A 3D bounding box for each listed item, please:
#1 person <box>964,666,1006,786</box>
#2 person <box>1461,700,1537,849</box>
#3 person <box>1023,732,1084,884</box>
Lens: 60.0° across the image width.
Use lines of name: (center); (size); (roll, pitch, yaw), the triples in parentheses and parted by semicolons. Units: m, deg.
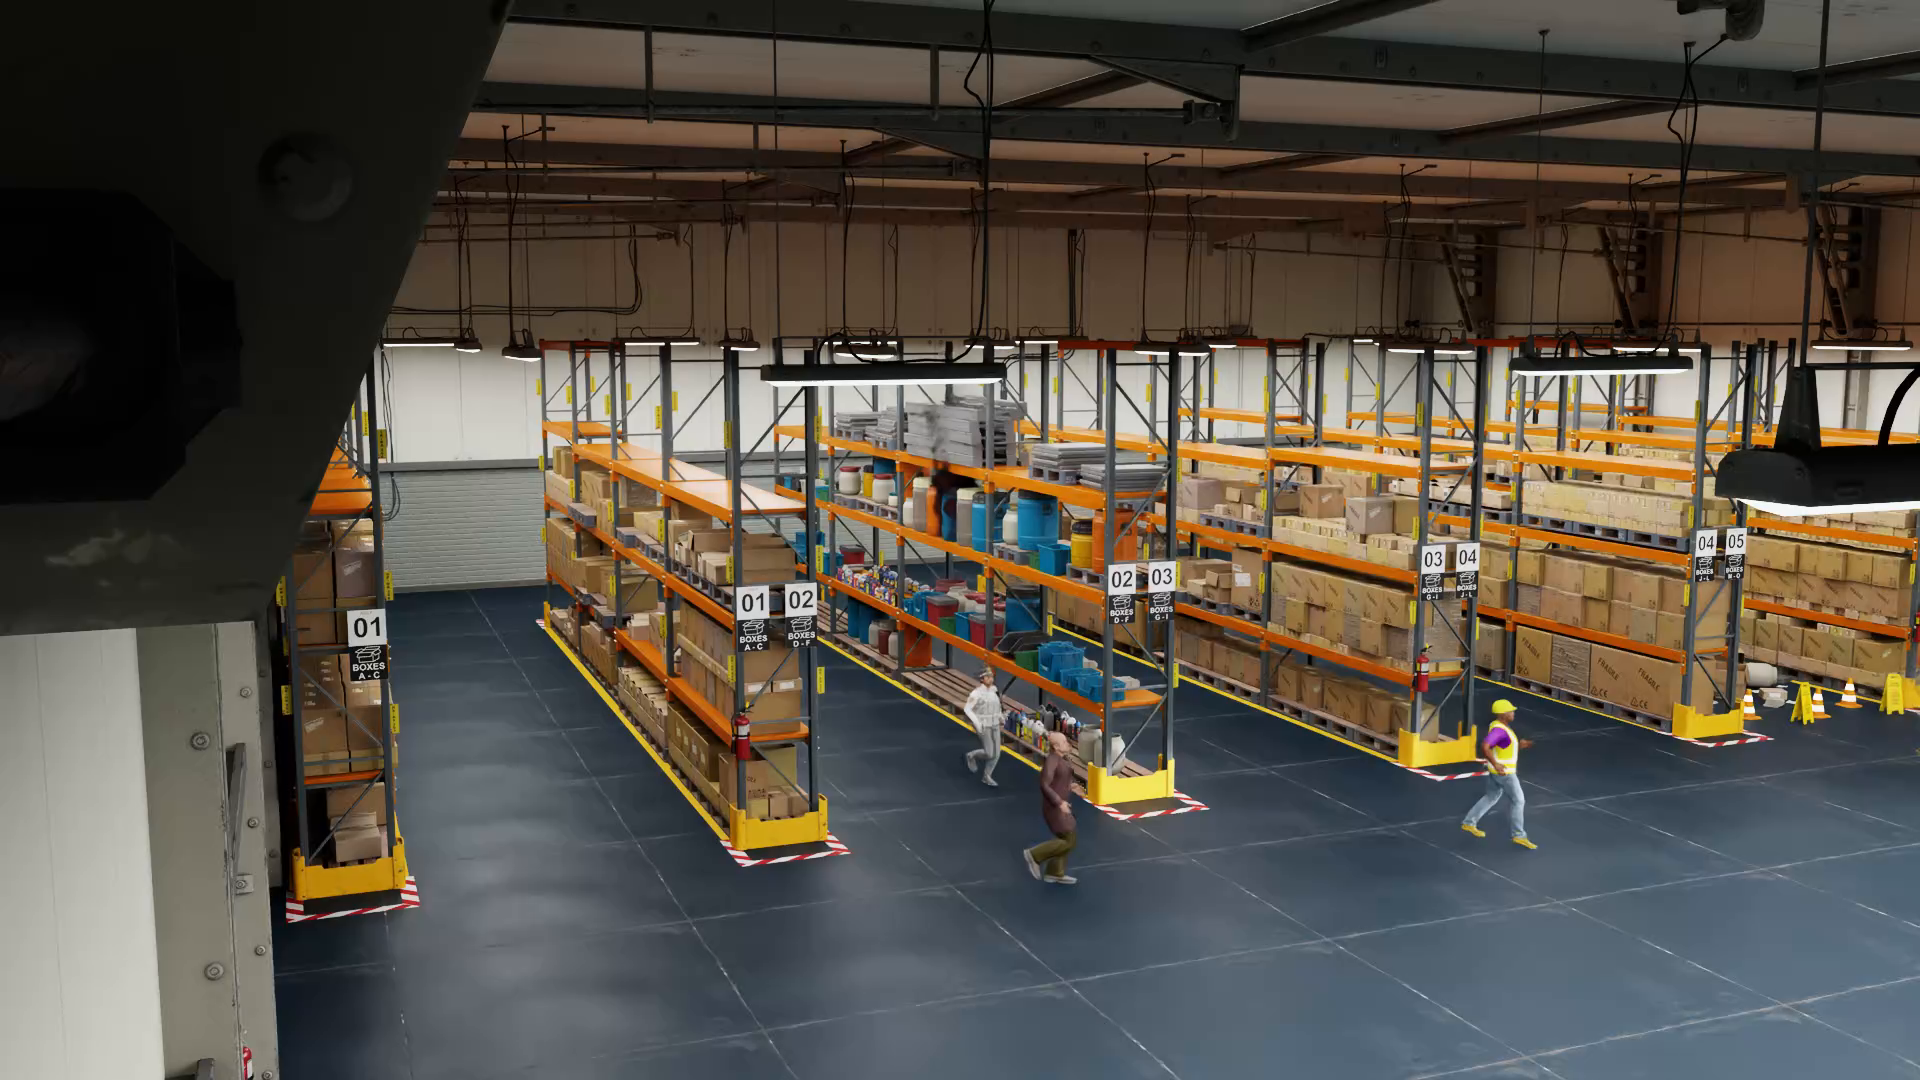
person: (0.356, 2.548, 22.921); (0.615, 1.657, 0.555); (-6, 10, -39)
person: (6.565, 2.824, 20.166); (0.879, 1.803, 0.676); (1, 7, 7)
person: (1.067, 3.031, 18.850); (0.685, 1.745, 0.704); (1, 7, 4)
